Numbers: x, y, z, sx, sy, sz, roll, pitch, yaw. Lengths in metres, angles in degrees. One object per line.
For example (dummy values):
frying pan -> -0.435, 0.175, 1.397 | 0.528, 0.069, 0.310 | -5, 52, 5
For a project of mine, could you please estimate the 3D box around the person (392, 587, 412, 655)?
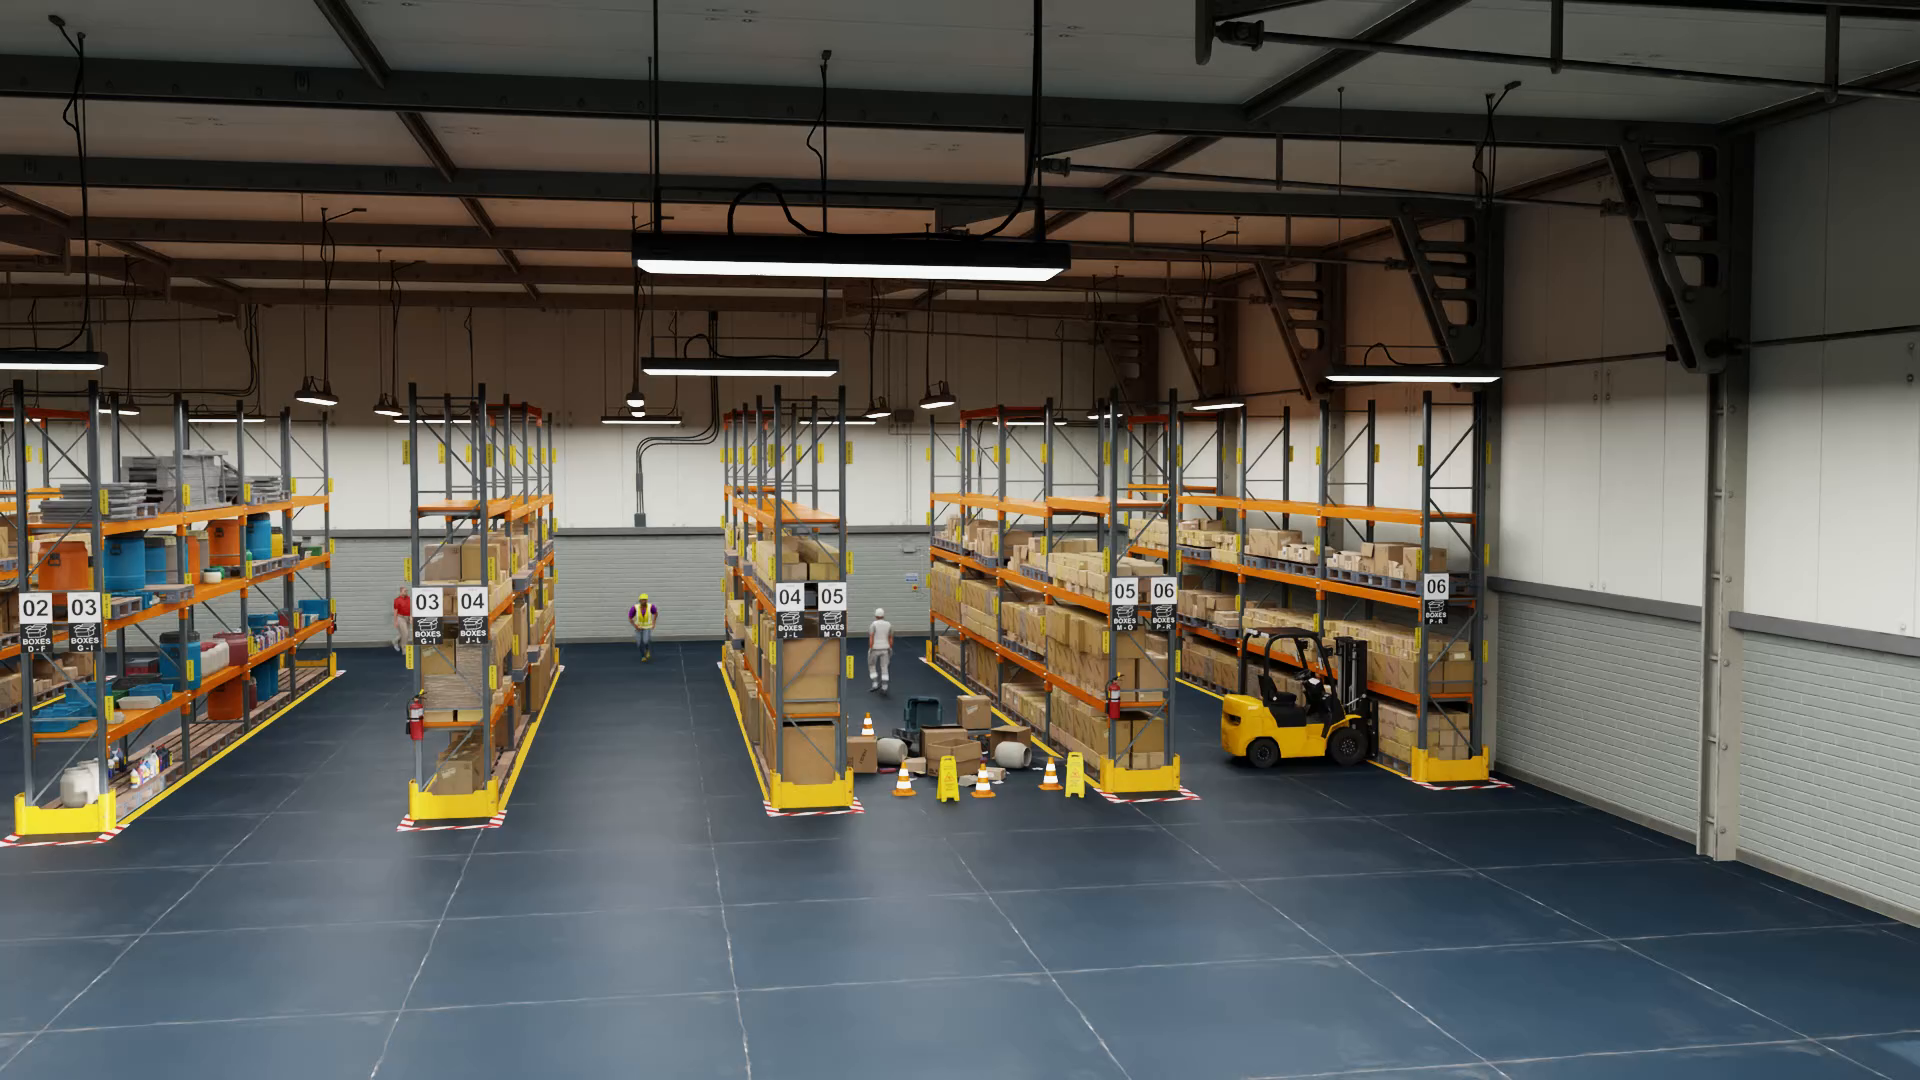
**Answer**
person -> -14.021, 2.016, 41.799 | 0.766, 1.691, 0.544 | 1, 3, 27

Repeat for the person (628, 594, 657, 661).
person -> -7.685, 2.128, 40.278 | 0.654, 1.669, 0.703 | 0, 3, -1

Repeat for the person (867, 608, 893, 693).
person -> -1.675, 2.343, 35.054 | 0.591, 1.808, 0.543 | -1, 3, -23
